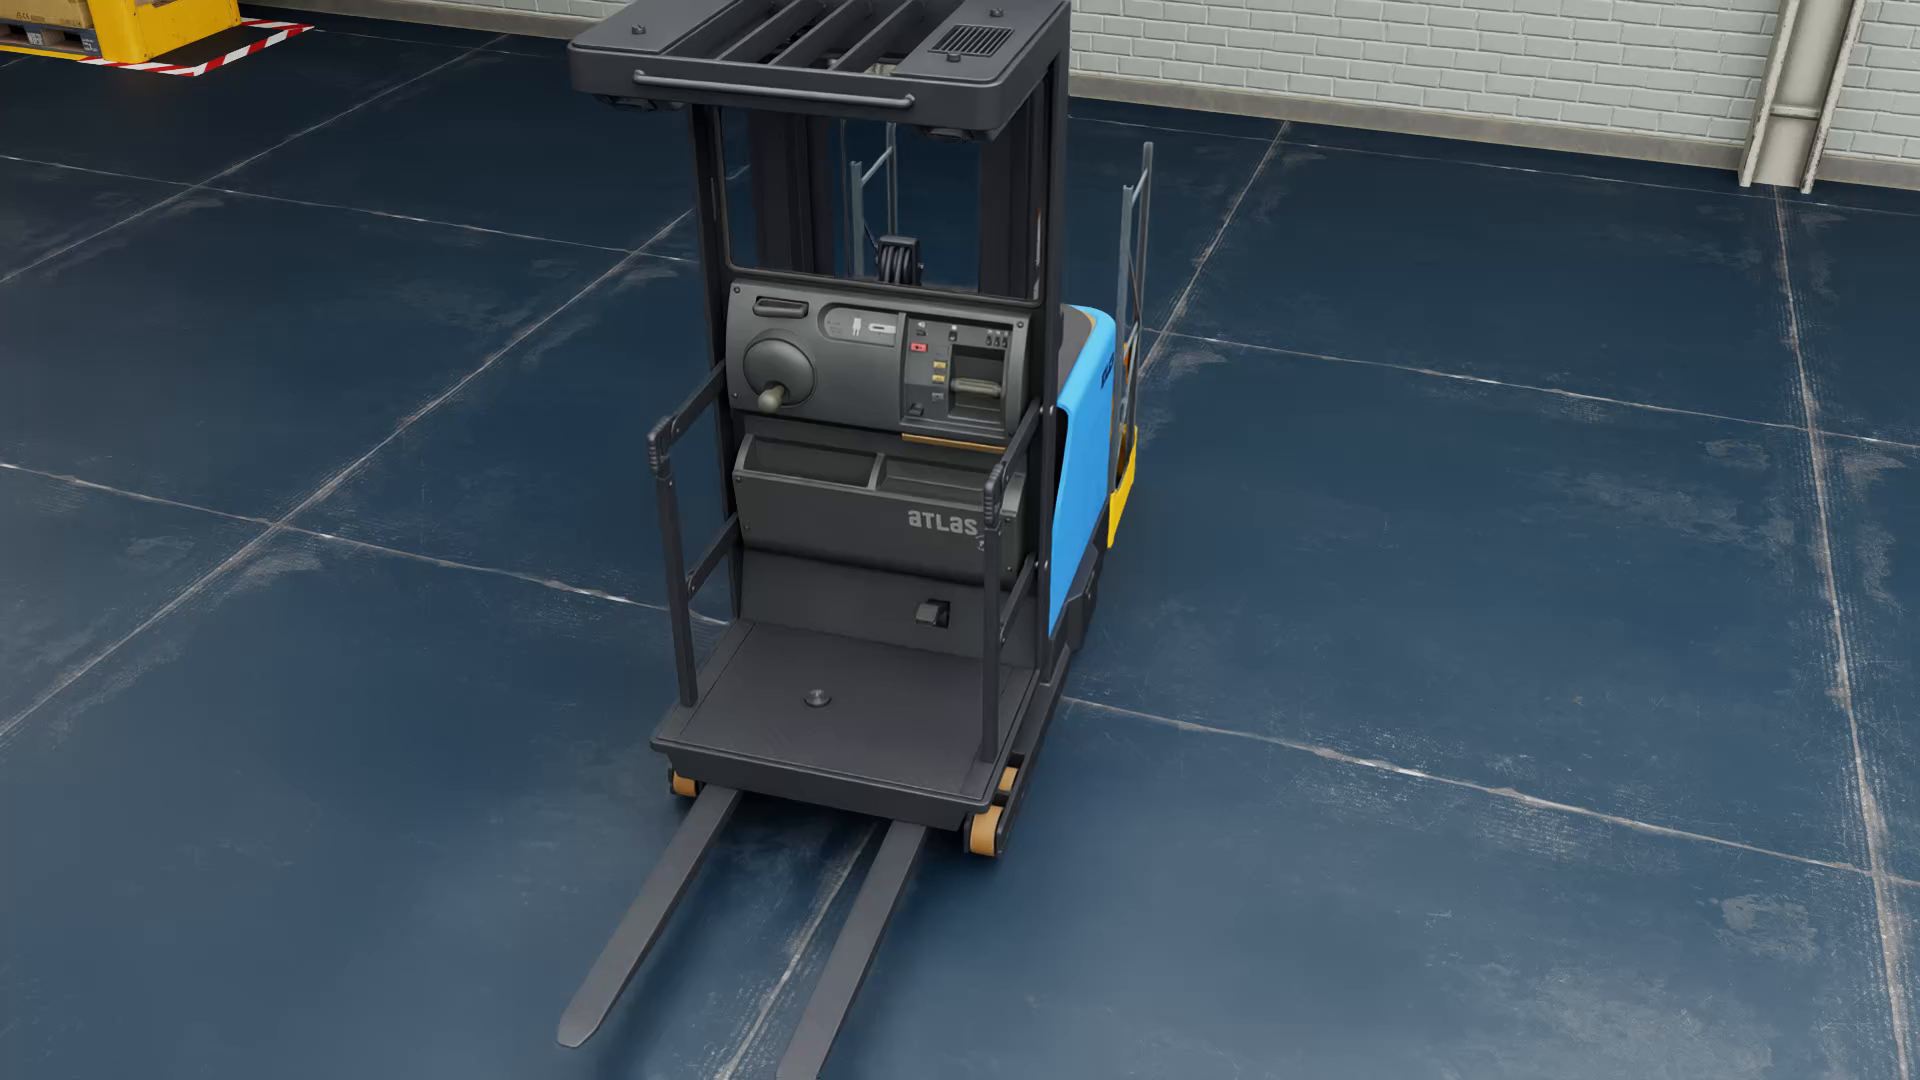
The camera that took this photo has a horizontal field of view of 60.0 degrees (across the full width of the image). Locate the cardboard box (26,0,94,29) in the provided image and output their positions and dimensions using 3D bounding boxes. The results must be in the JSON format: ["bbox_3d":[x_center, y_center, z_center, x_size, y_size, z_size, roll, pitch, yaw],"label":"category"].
[{"bbox_3d":[-6.532,-4.003,12.333,0.500,0.250,0.500,11,35,17],"label":"cardboard box"}]

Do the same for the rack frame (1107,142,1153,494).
[{"bbox_3d":[0.659,-0.753,6.533,0.032,1.500,0.500,8,34,12],"label":"rack frame"}]

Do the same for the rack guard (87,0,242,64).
[{"bbox_3d":[-5.961,-4.003,12.489,0.348,0.500,1.175,11,34,16],"label":"rack guard"}]

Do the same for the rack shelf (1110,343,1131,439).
[{"bbox_3d":[0.166,-0.671,6.738,1.000,0.185,0.538,8,34,12],"label":"rack shelf"}]

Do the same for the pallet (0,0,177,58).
[{"bbox_3d":[-6.717,-4.004,12.757,1.213,0.211,1.003,11,34,16],"label":"pallet"}]

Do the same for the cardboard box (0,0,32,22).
[{"bbox_3d":[-6.997,-4.099,12.481,0.500,0.250,0.500,11,34,16],"label":"cardboard box"}]

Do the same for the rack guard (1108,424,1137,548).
[{"bbox_3d":[0.640,-0.230,6.876,0.087,0.250,0.587,8,34,12],"label":"rack guard"}]

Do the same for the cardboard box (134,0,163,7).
[{"bbox_3d":[-6.380,-4.268,12.743,0.500,0.250,0.500,11,34,17],"label":"cardboard box"}]

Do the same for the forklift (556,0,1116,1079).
[{"bbox_3d":[-0.312,-0.478,4.788,1.130,2.935,3.031,9,34,13],"label":"forklift"}]

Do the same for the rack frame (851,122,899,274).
[{"bbox_3d":[-0.326,-0.891,6.747,0.032,1.500,0.500,8,34,12],"label":"rack frame"}]

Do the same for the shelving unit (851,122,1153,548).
[{"bbox_3d":[0.158,-0.823,6.642,1.083,1.500,0.587,8,34,12],"label":"shelving unit"}]

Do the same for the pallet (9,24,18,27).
[{"bbox_3d":[-7.862,-4.229,13.105,1.213,0.211,1.003,11,34,16],"label":"pallet"}]

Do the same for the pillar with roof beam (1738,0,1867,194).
[{"bbox_3d":[3.509,-3.771,4.295,0.400,9.000,9.100,11,34,16],"label":"pillar with roof beam"}]

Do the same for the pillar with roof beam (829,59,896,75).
[{"bbox_3d":[-2.139,-4.869,5.995,0.400,9.000,9.100,11,34,16],"label":"pillar with roof beam"}]
